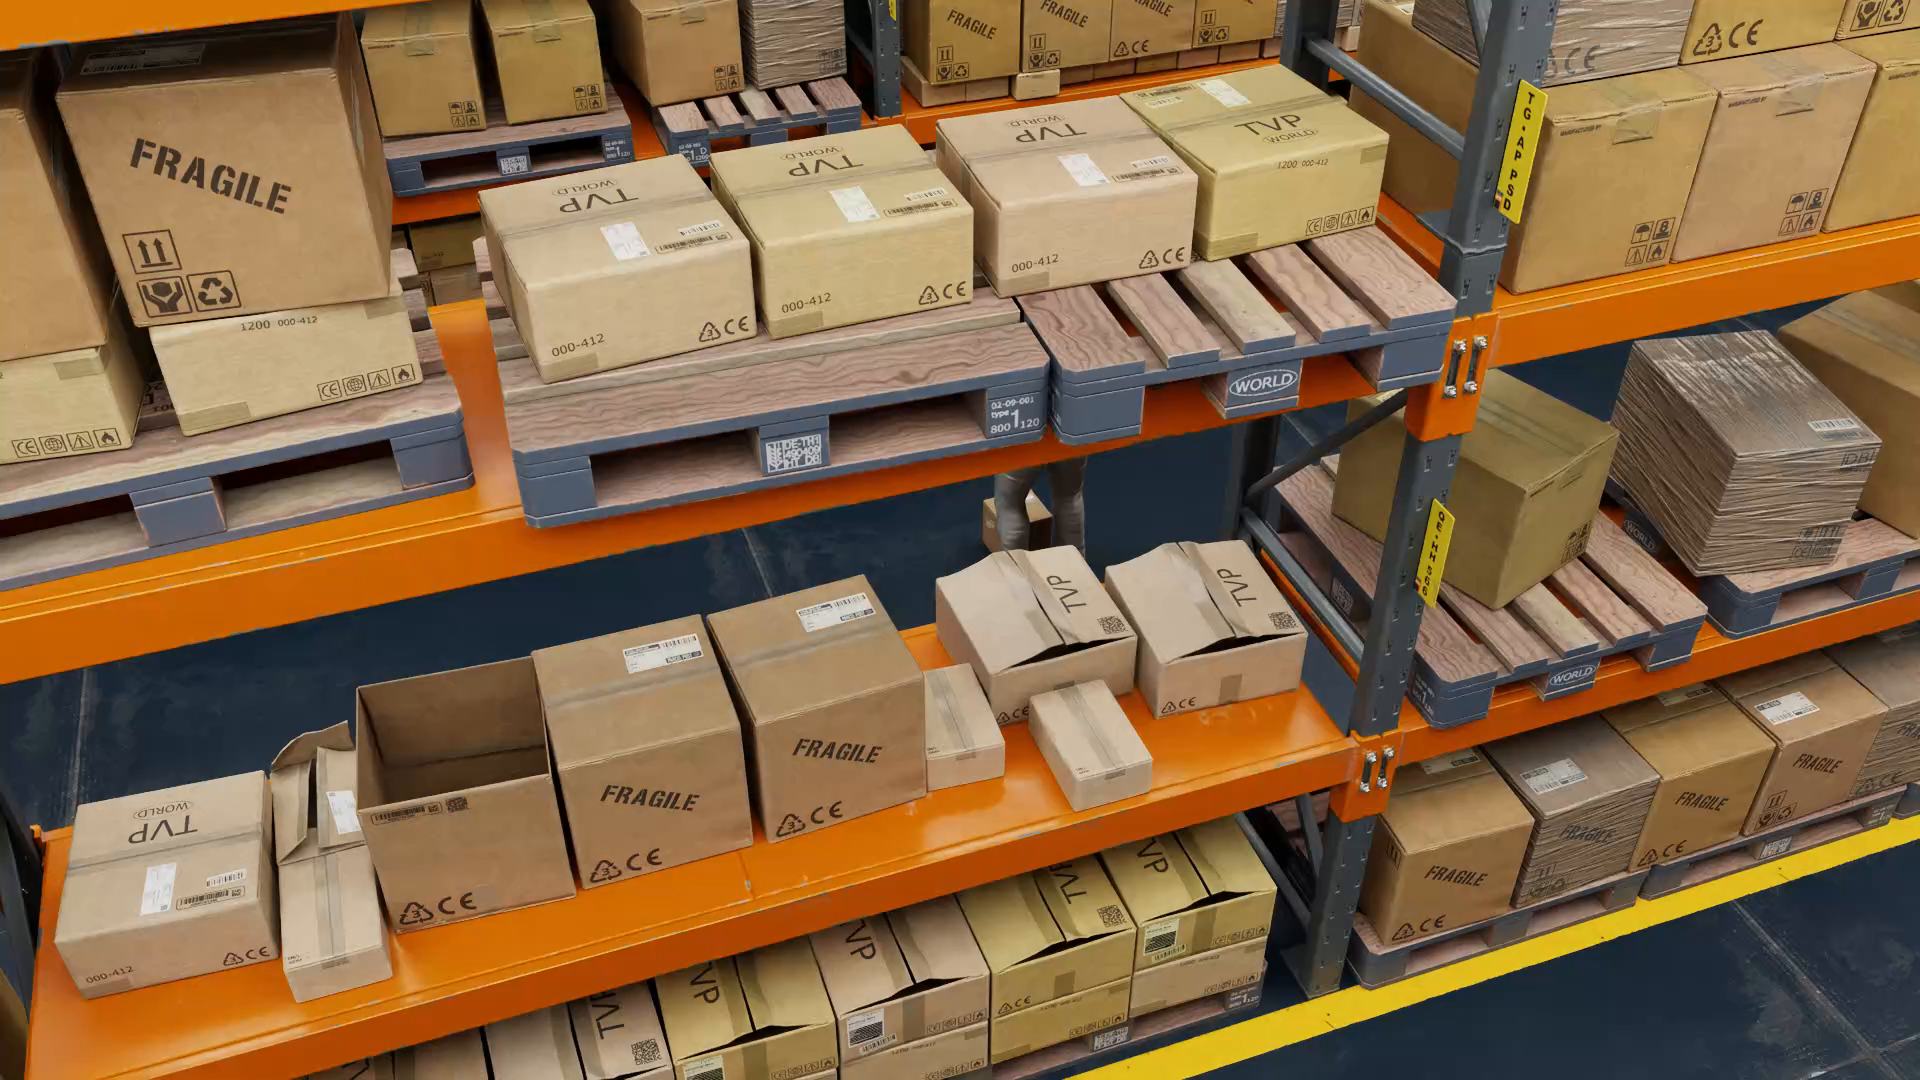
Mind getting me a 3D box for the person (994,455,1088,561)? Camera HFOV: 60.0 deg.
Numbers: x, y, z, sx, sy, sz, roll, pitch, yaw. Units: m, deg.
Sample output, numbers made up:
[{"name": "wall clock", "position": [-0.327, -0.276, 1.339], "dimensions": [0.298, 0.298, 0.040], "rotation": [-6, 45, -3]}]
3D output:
[{"name": "person", "position": [0.356, -0.486, 7.400], "dimensions": [0.538, 1.666, 0.465], "rotation": [-12, 40, -15]}]
